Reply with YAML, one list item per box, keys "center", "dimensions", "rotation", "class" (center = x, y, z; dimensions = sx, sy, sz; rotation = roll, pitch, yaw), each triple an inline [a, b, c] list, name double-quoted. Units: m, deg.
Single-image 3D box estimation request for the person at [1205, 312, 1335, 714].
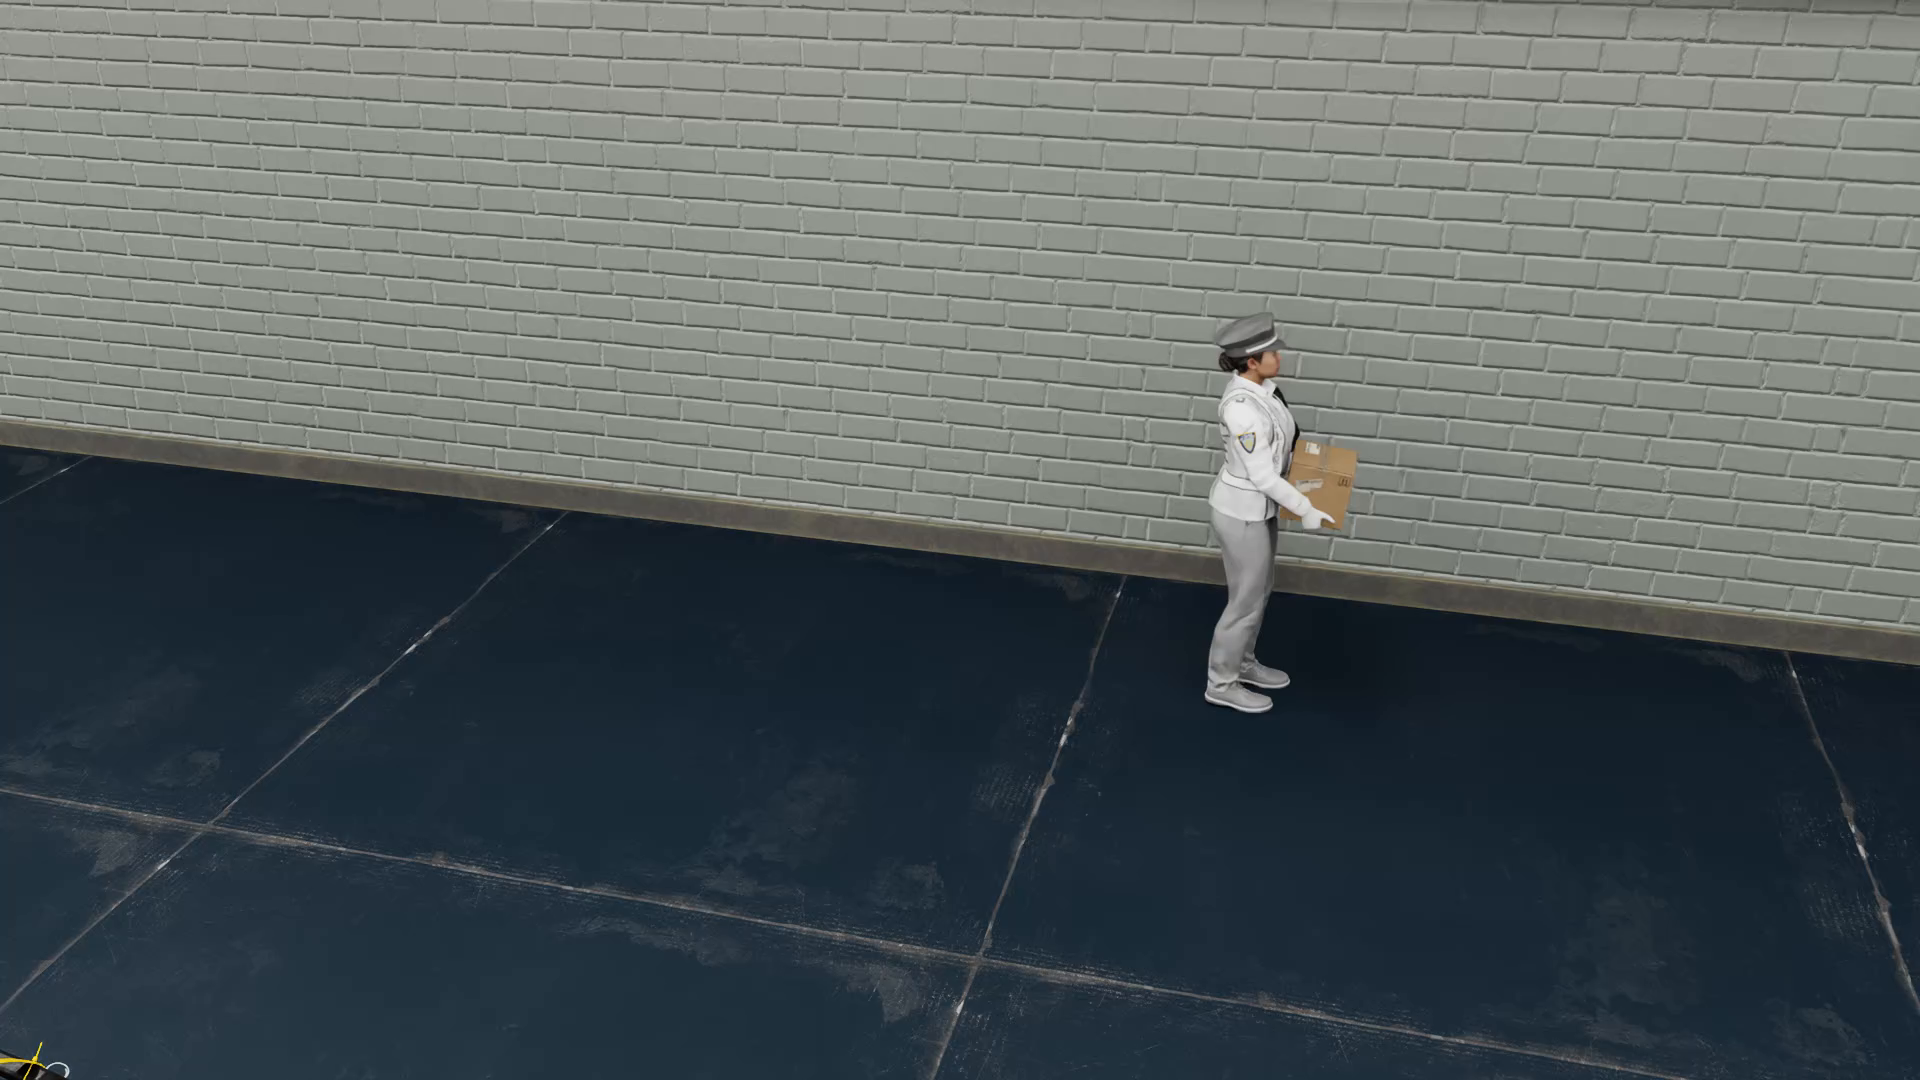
- center: [1.262, -0.103, 6.801]
  dimensions: [0.539, 1.690, 0.457]
  rotation: [7, 26, 13]
  class: "person"
